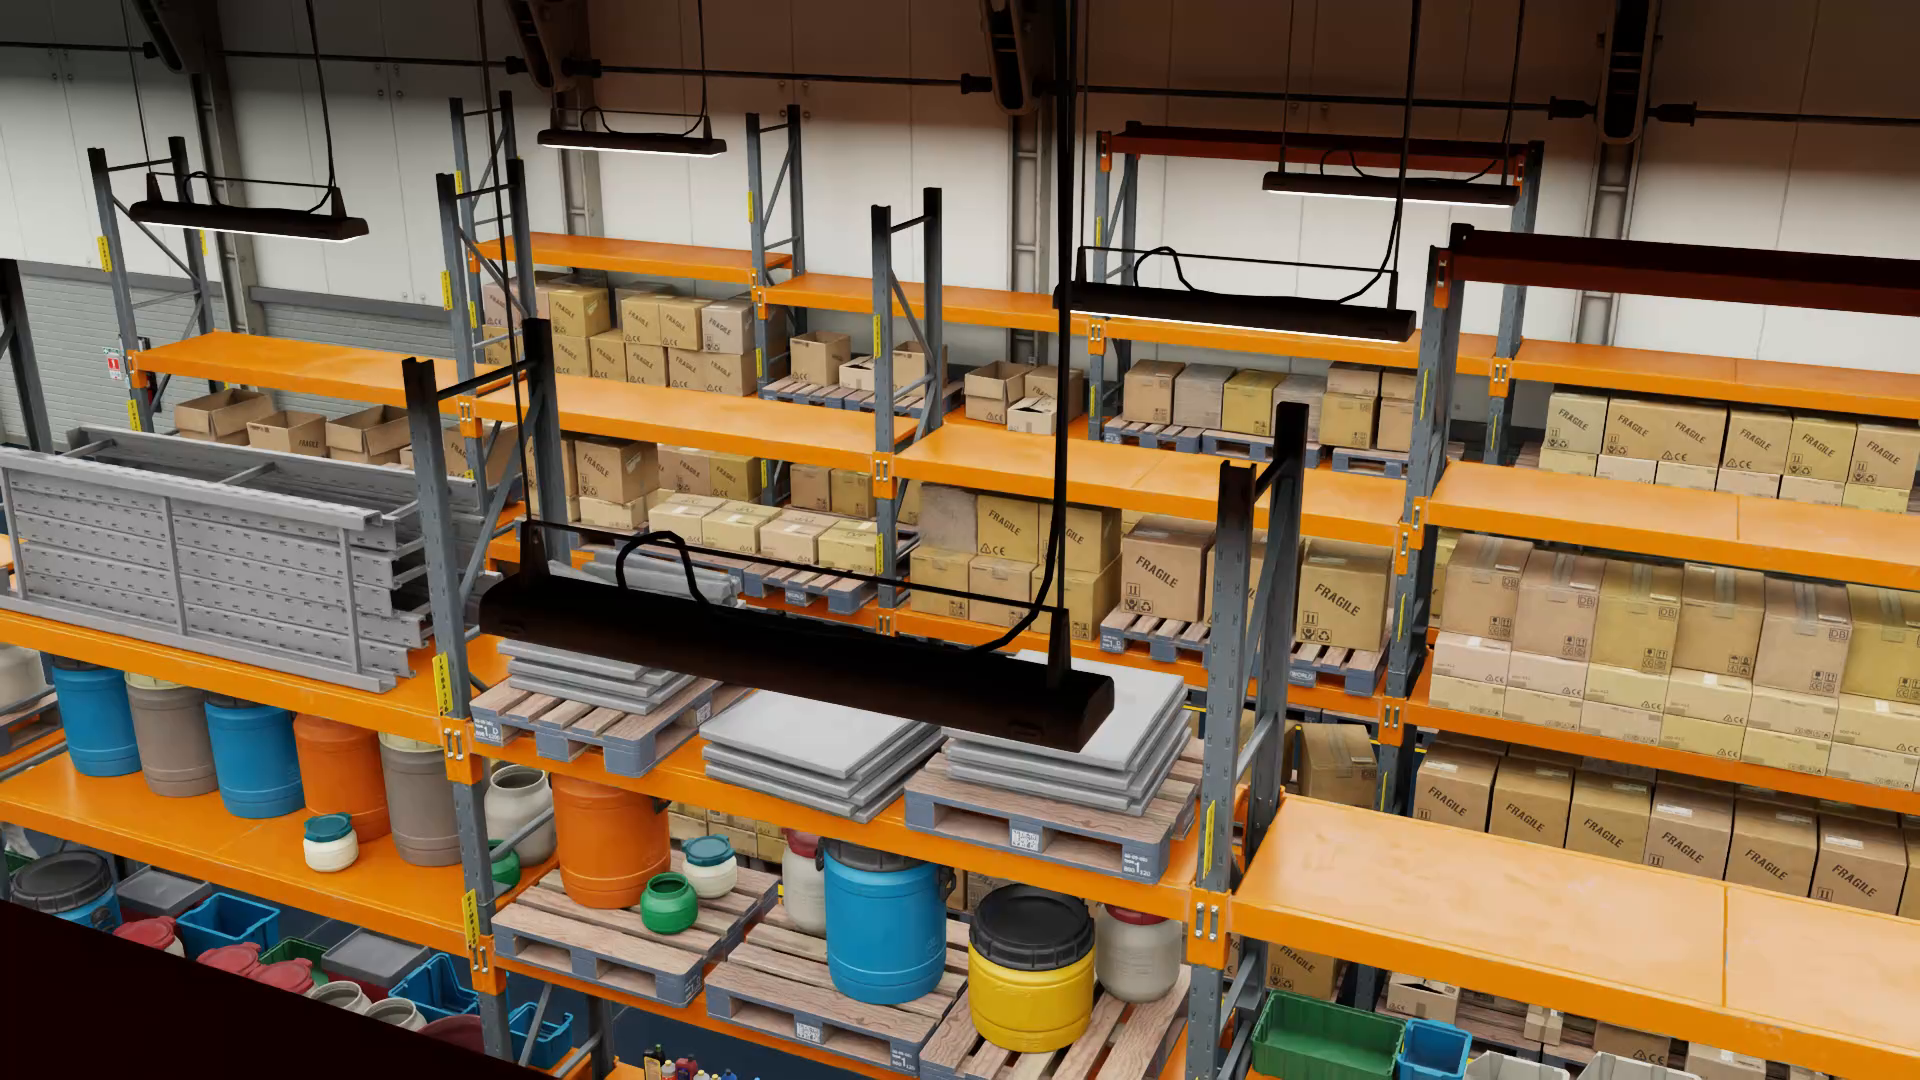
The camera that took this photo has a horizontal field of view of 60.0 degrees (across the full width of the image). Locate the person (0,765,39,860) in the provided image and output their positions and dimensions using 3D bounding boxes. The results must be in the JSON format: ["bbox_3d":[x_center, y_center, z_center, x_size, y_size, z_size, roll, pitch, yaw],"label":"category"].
[{"bbox_3d":[-8.261,2.257,14.408,0.905,1.560,0.438,12,24,29],"label":"person"}]
